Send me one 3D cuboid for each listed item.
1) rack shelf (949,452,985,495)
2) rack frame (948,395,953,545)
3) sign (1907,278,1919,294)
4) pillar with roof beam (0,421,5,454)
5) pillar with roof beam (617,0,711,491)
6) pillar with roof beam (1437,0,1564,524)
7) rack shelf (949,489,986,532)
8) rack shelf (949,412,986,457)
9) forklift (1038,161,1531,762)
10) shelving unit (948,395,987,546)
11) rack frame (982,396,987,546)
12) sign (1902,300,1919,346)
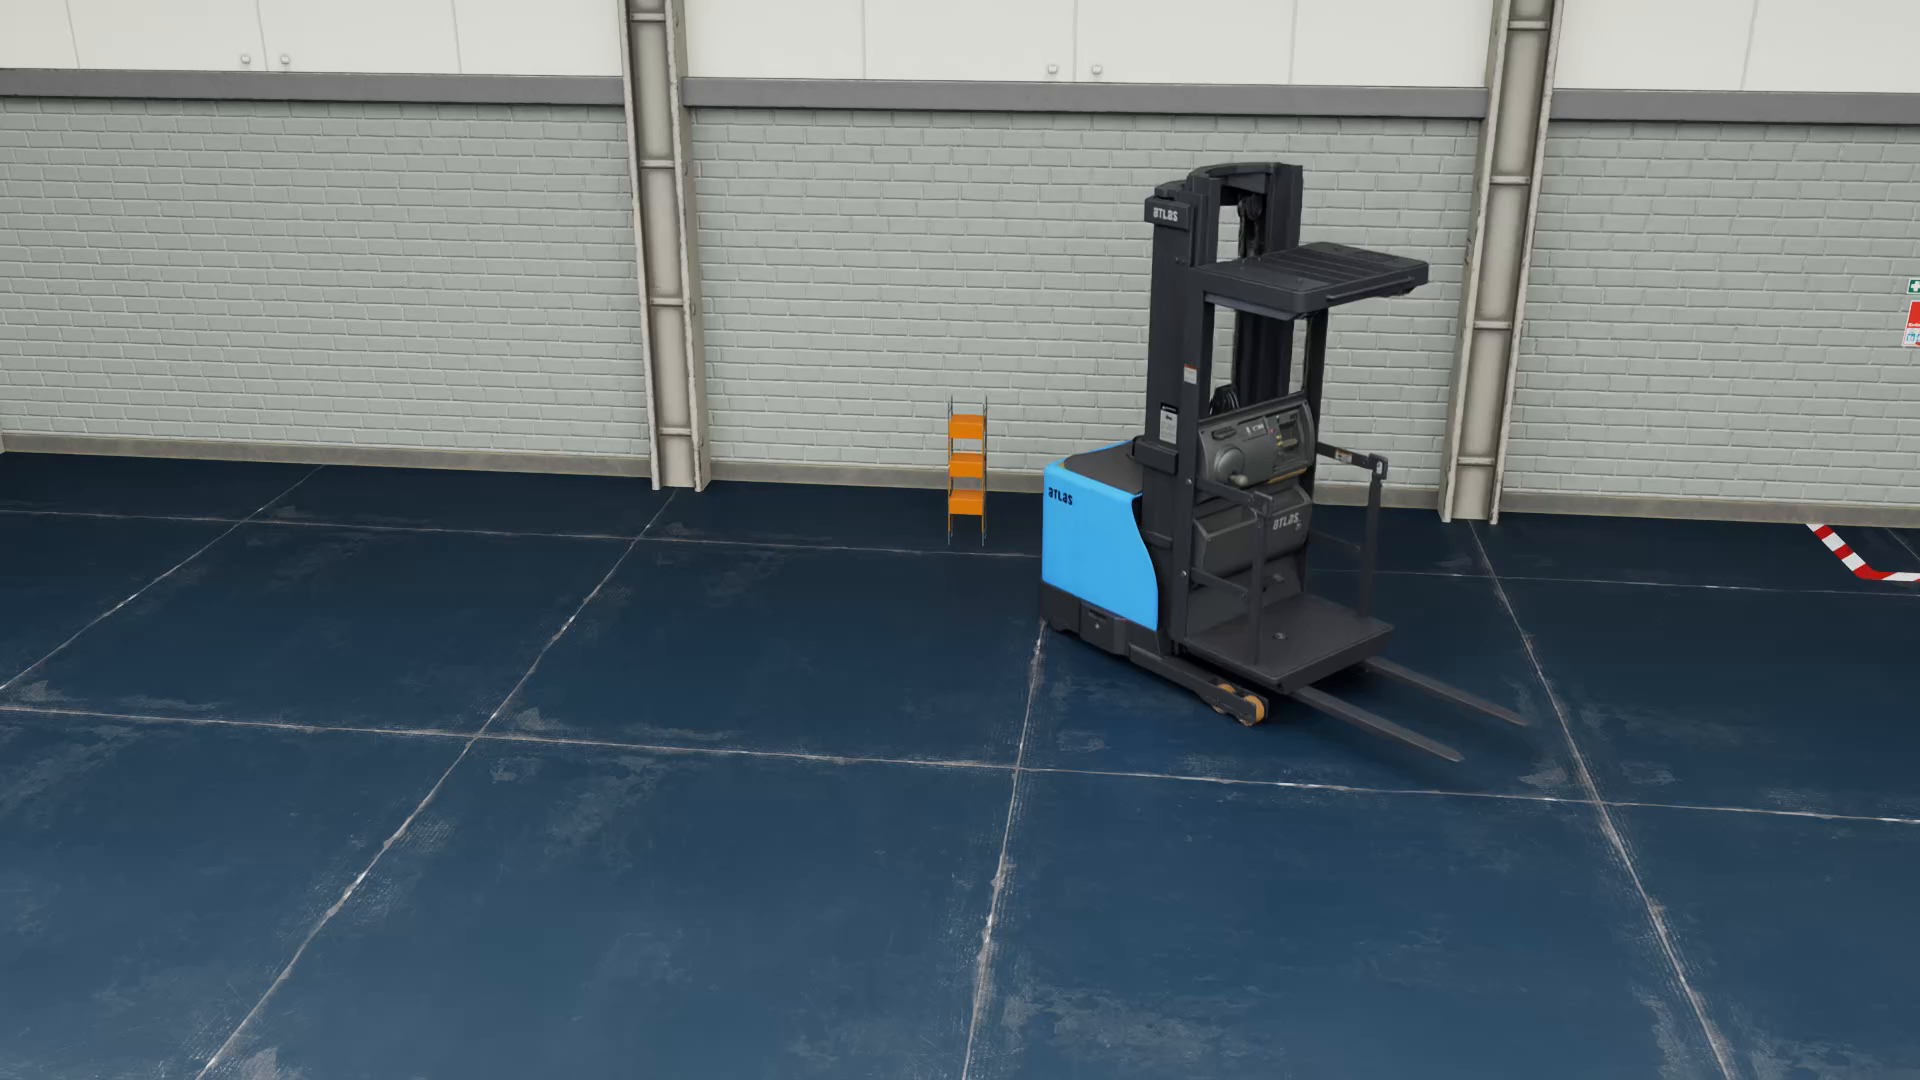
[{"bbox_3d":[0.053,-0.476,11.745,0.240,0.259,0.215,2,22,6],"label":"rack shelf"},{"bbox_3d":[-0.068,-0.491,11.754,0.008,1.050,0.200,2,22,6],"label":"rack frame"},{"bbox_3d":[6.754,-1.759,11.539,0.331,0.109,0.001,2,22,6],"label":"sign"},{"bbox_3d":[-8.645,-3.314,8.082,0.400,9.000,9.100,2,22,6],"label":"pillar with roof beam"},{"bbox_3d":[-2.687,-3.054,7.425,0.400,9.000,9.100,2,22,6],"label":"pillar with roof beam"},{"bbox_3d":[3.272,-2.794,6.768,0.400,9.000,9.100,2,22,6],"label":"pillar with roof beam"},{"bbox_3d":[0.053,-0.218,11.847,0.240,0.259,0.215,2,22,6],"label":"rack shelf"},{"bbox_3d":[0.053,-0.740,11.641,0.240,0.259,0.215,2,22,6],"label":"rack shelf"},{"bbox_3d":[1.827,-0.532,9.300,1.130,2.935,3.031,-17,27,-36],"label":"forklift"},{"bbox_3d":[0.053,-0.486,11.741,0.252,1.050,0.215,2,22,6],"label":"shelving unit"},{"bbox_3d":[0.174,-0.481,11.728,0.008,1.050,0.200,2,22,6],"label":"rack frame"},{"bbox_3d":[6.750,-1.516,11.645,0.234,0.329,0.001,2,22,6],"label":"sign"}]
